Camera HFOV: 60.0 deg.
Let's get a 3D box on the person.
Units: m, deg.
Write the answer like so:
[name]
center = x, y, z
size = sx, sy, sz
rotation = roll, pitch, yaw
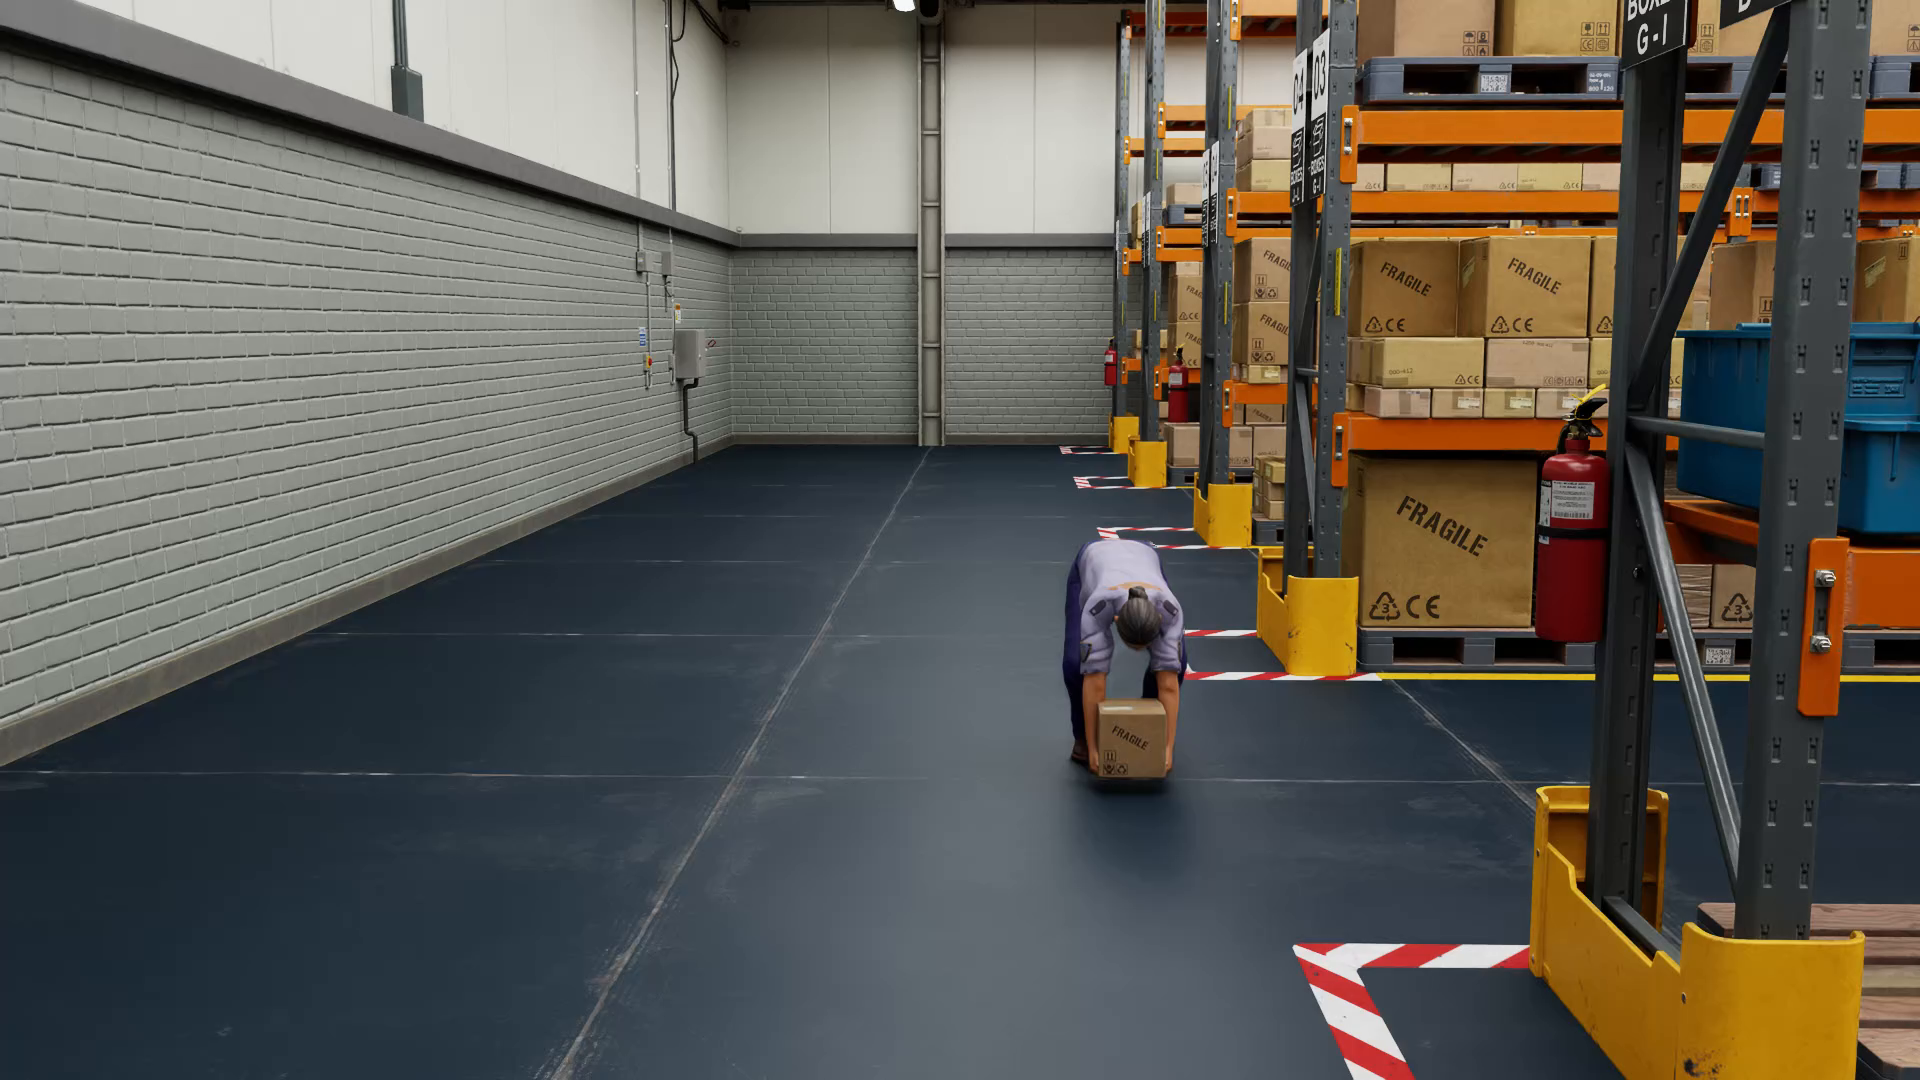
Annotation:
[person]
center = 0.660, 0.470, 6.639
size = 0.500, 0.895, 0.899
rotation = 0, 7, -2
